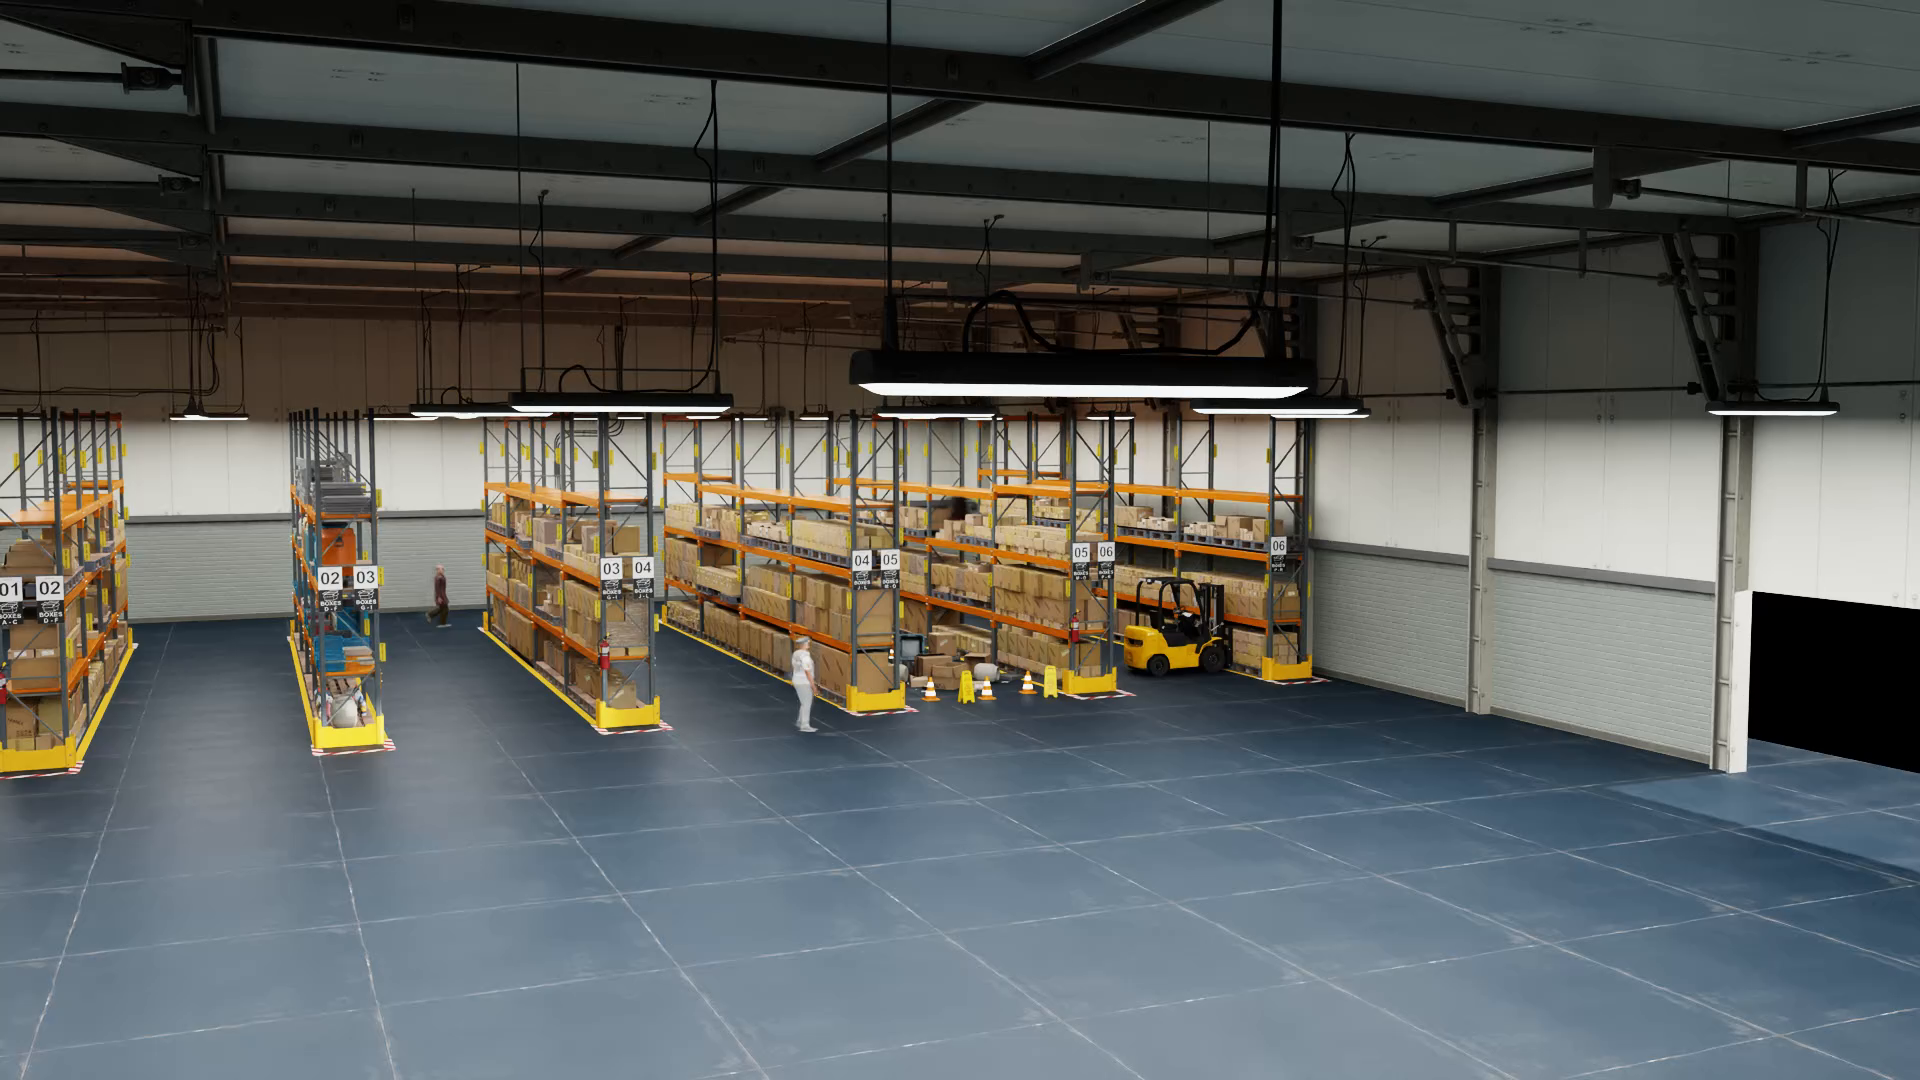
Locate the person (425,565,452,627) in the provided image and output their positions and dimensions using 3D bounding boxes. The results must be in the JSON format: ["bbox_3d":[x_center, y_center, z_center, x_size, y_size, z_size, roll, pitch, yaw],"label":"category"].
[{"bbox_3d":[-14.609,1.572,46.507,0.698,1.744,0.604,-2,4,-25],"label":"person"}]

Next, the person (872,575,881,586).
[{"bbox_3d":[-2.035,1.615,42.596,0.496,1.651,0.384,3,5,39],"label":"person"}]

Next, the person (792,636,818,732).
[{"bbox_3d":[-2.890,2.707,30.962,0.450,1.830,0.580,-1,4,-14],"label":"person"}]
